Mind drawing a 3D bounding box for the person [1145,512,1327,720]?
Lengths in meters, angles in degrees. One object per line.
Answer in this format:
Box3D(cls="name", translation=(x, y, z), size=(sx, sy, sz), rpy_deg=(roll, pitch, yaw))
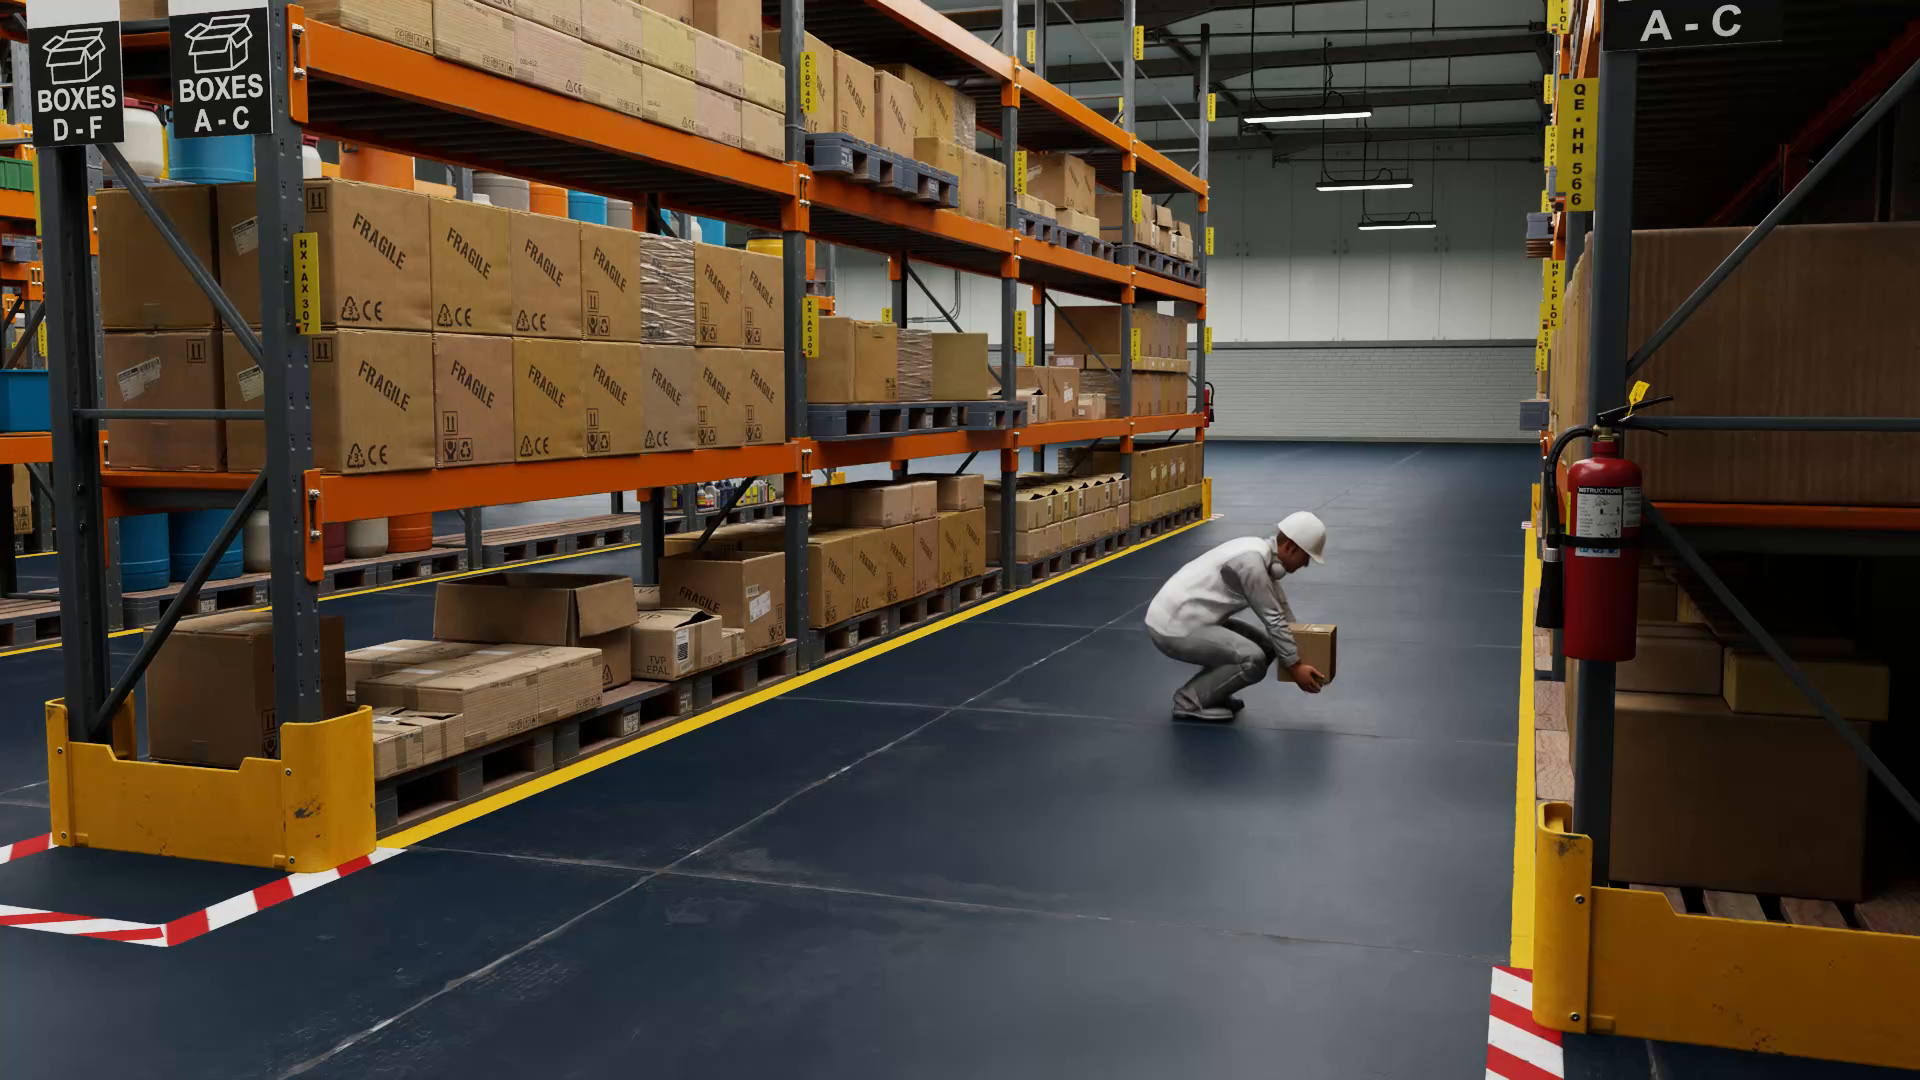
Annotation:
Box3D(cls="person", translation=(1.357, 0.364, 8.120), size=(0.880, 1.012, 0.521), rpy_deg=(2, 5, 18))
